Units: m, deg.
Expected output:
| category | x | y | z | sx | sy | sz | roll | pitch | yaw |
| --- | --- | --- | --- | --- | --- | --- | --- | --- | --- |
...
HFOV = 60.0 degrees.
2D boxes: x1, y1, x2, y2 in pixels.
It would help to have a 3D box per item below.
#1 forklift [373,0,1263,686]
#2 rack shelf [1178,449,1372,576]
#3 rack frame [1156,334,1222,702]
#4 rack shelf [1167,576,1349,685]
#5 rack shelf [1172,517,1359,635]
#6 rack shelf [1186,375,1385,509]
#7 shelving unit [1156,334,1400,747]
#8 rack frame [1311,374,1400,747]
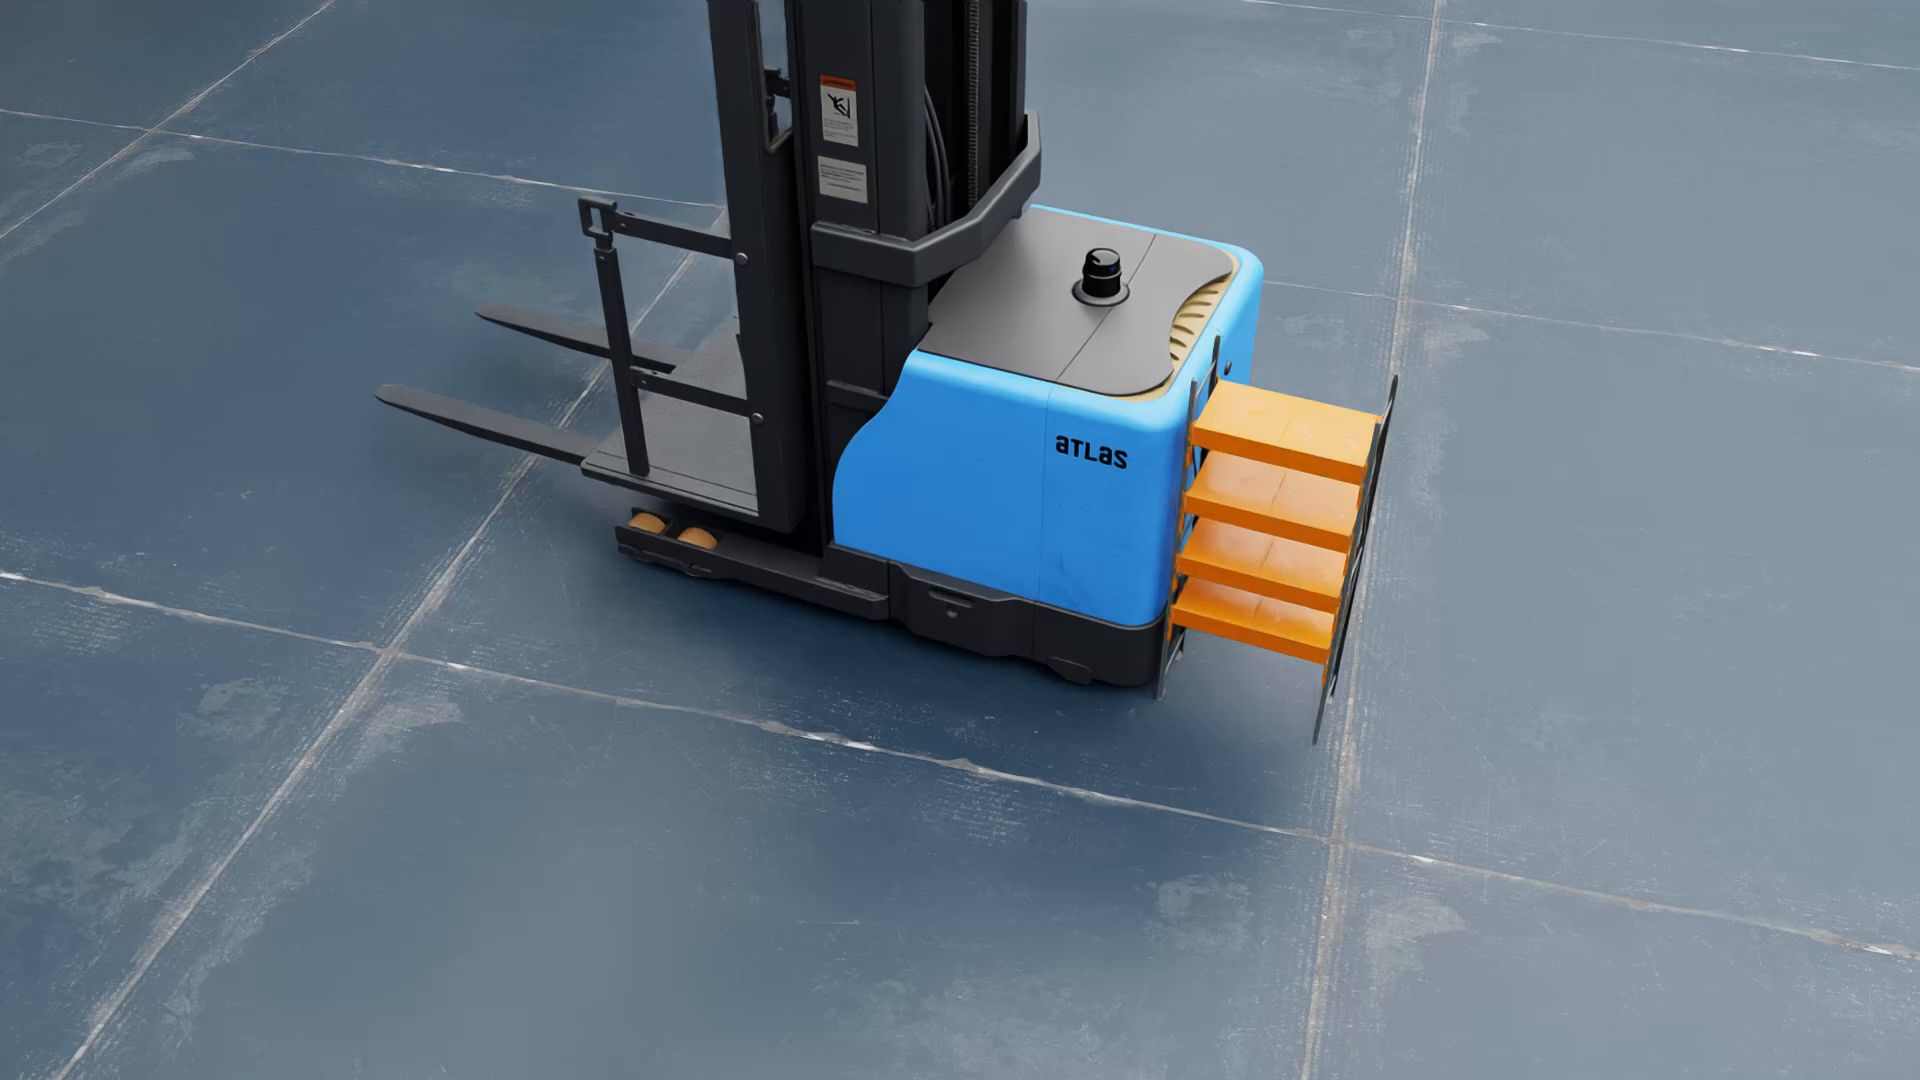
| category | x | y | z | sx | sy | sz | roll | pitch | yaw |
| --- | --- | --- | --- | --- | --- | --- | --- | --- | --- |
| forklift | -0.610 | -1.292 | 5.009 | 3.031 | 2.935 | 1.130 | 16 | 42 | 18 |
| rack shelf | 0.888 | -0.090 | 4.681 | 0.480 | 0.148 | 0.258 | 15 | 42 | 17 |
| rack frame | 0.663 | -0.031 | 4.854 | 0.015 | 1.200 | 0.240 | 15 | 42 | 17 |
| rack shelf | 0.888 | 0.233 | 4.953 | 0.480 | 0.148 | 0.258 | 15 | 42 | 17 |
| rack shelf | 0.888 | 0.081 | 4.825 | 0.480 | 0.148 | 0.258 | 15 | 42 | 17 |
| rack shelf | 0.888 | -0.271 | 4.529 | 0.480 | 0.148 | 0.258 | 15 | 42 | 17 |
| shelving unit | 0.888 | 0.030 | 4.782 | 0.503 | 1.200 | 0.258 | 15 | 42 | 17 |
| rack frame | 1.112 | 0.091 | 4.709 | 0.015 | 1.200 | 0.240 | 15 | 42 | 17 |
